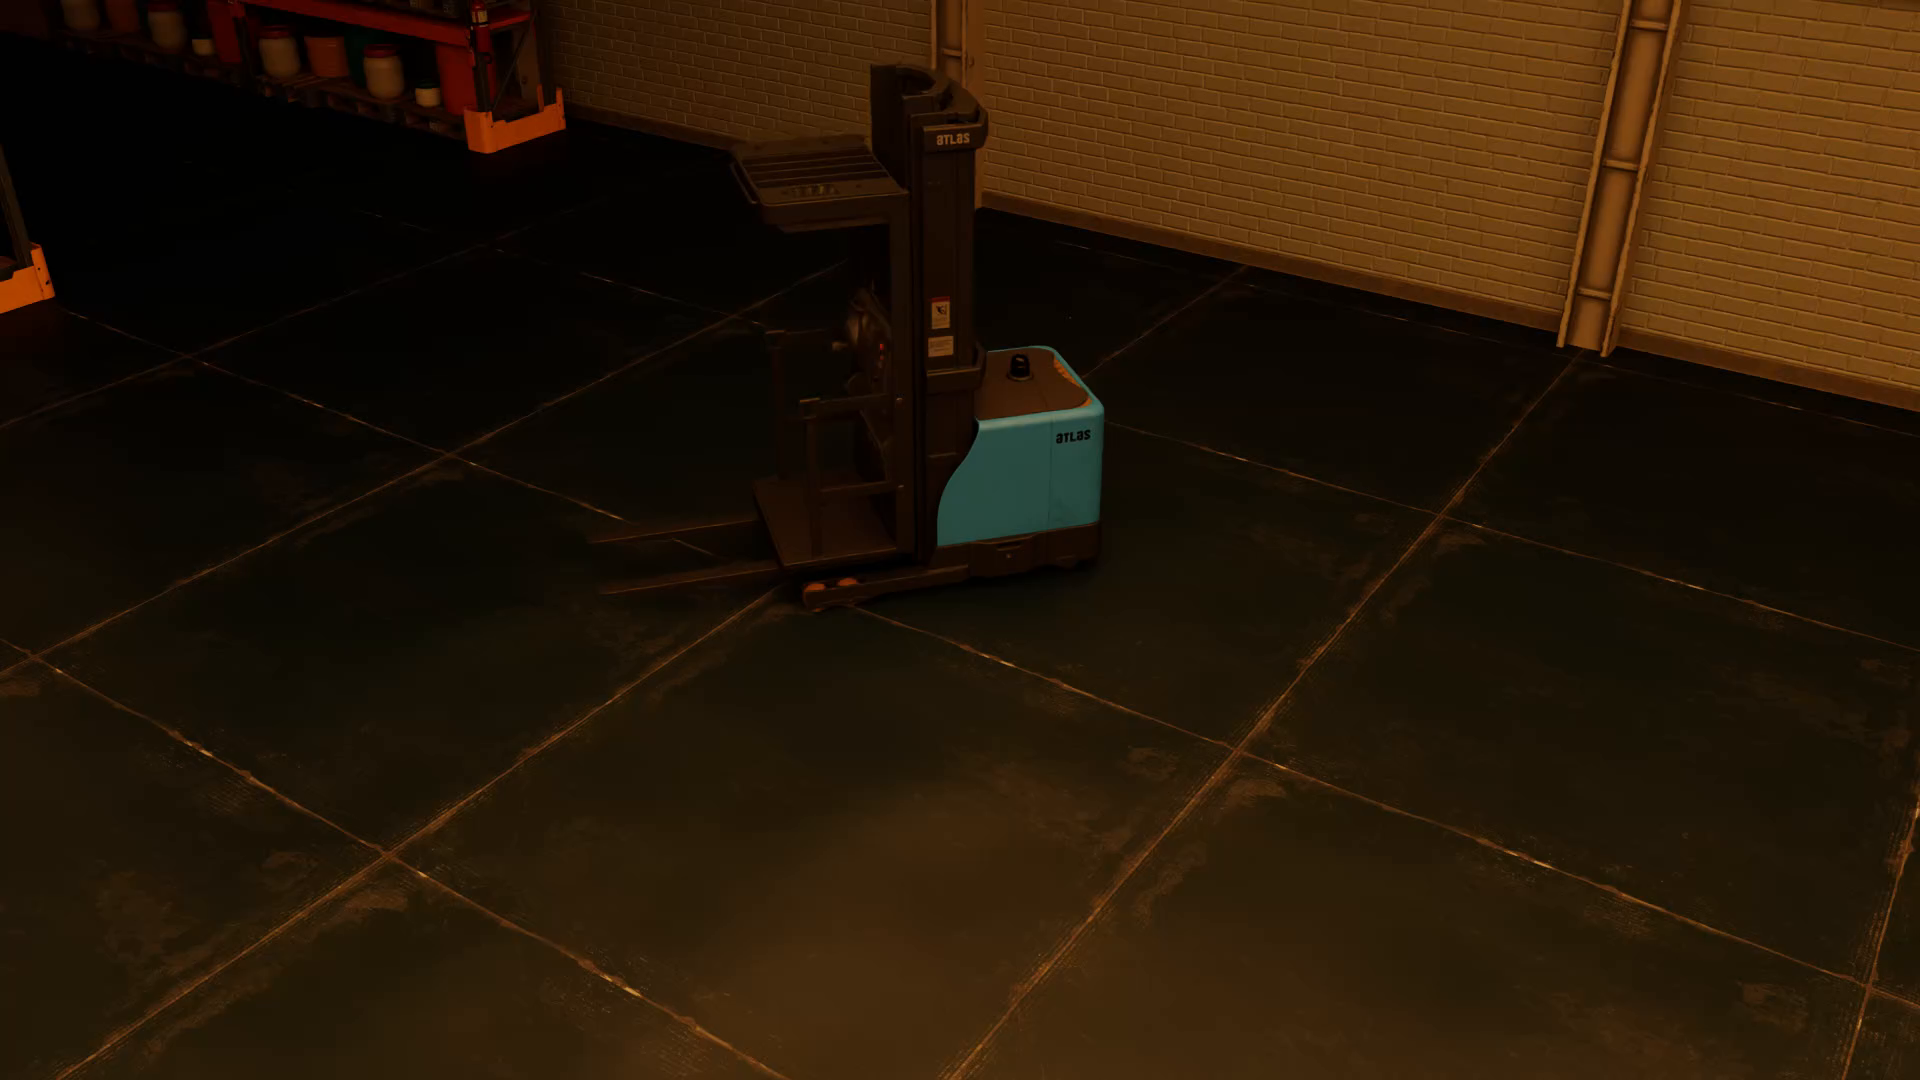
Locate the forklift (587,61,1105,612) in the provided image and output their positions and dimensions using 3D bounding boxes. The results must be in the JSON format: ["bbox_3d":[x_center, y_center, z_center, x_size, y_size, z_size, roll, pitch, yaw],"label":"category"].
[{"bbox_3d":[-0.713,-1.142,9.548,3.031,2.935,1.130,-8,31,-14],"label":"forklift"}]

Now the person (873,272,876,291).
[{"bbox_3d":[-0.276,-1.630,11.929,0.708,1.400,0.945,19,35,29],"label":"person"}]
